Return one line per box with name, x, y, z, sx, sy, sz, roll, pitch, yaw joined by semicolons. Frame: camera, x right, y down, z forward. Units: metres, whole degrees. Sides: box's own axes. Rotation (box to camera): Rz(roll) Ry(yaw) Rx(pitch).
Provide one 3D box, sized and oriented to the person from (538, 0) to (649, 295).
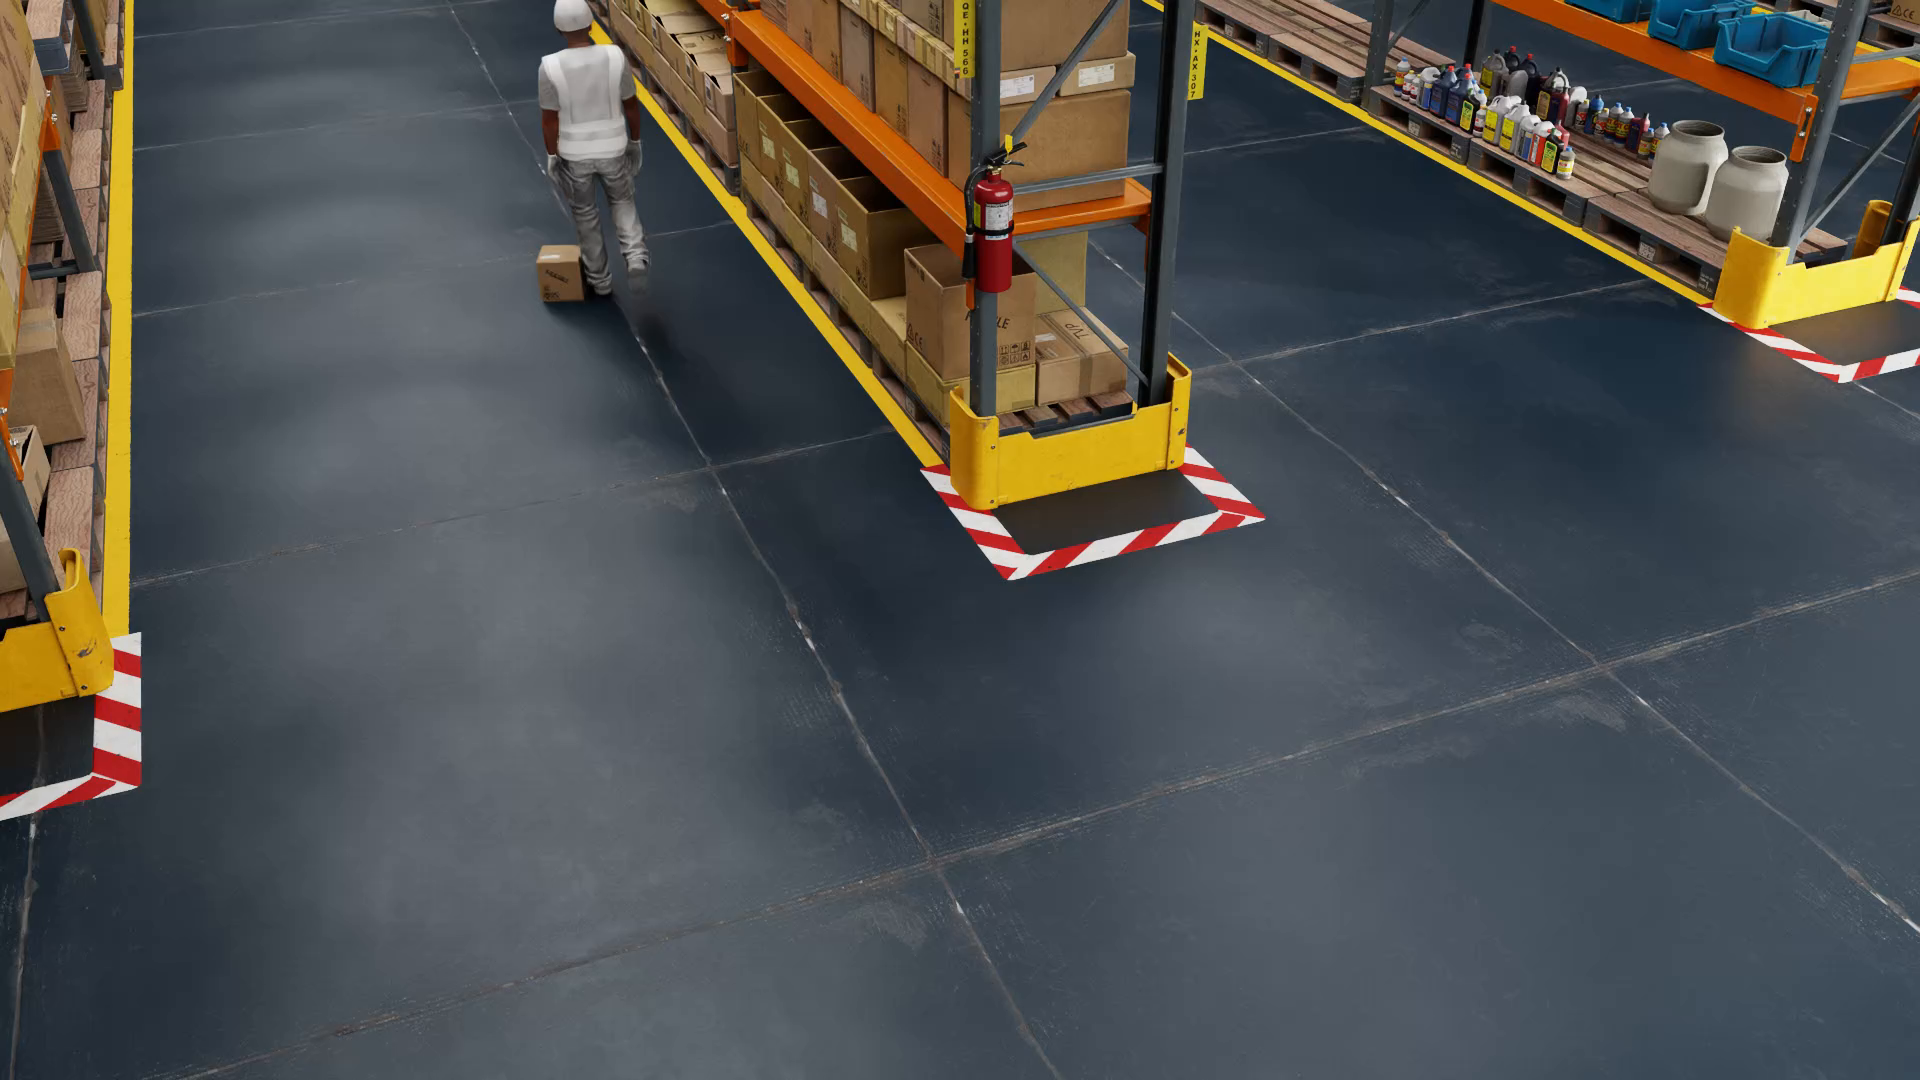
person;-2.077;-2.213;9.470;0.556;1.776;0.622;-13;35;-19
